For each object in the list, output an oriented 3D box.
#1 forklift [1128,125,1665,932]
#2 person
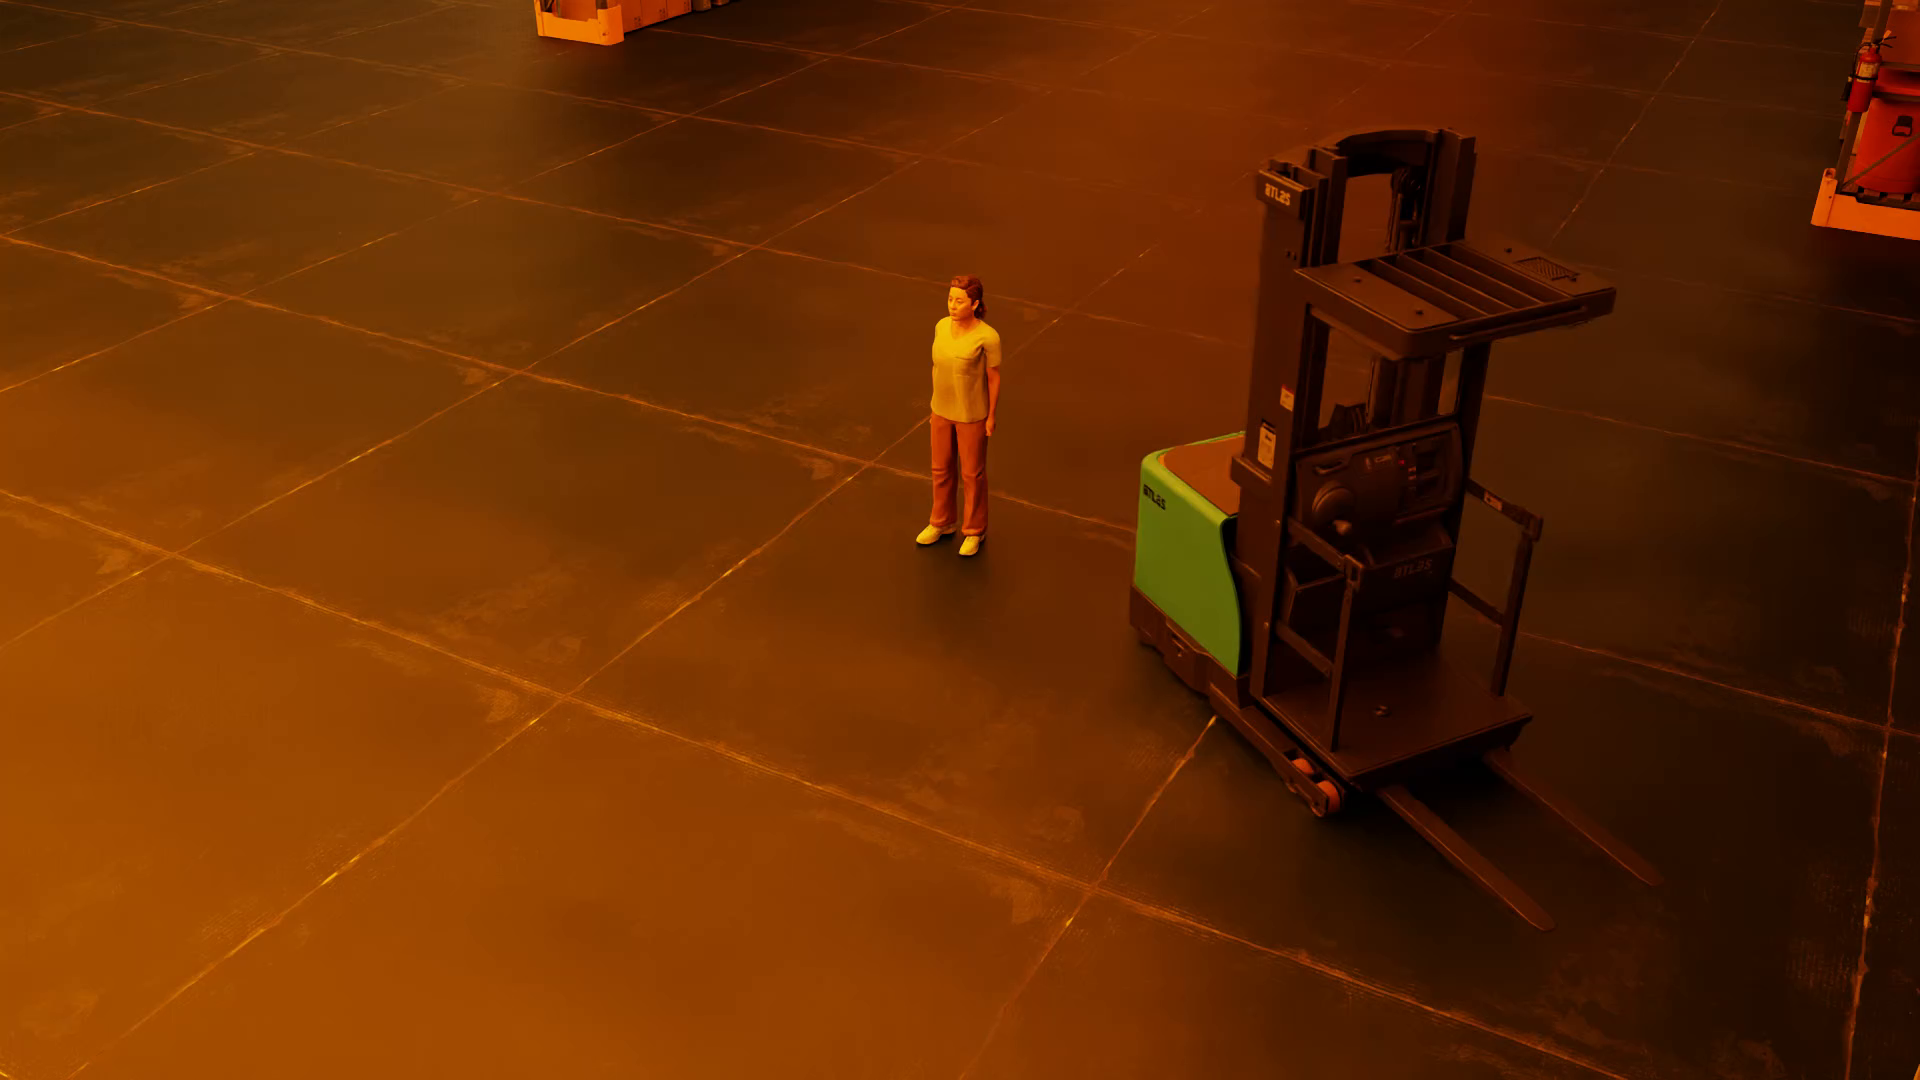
[{"bbox_3d":[2.023,-0.230,7.469,1.130,2.935,3.031,-14,33,-22],"label":"forklift"},{"bbox_3d":[0.004,-0.722,9.583,0.435,1.671,0.381,15,33,25],"label":"person"}]
